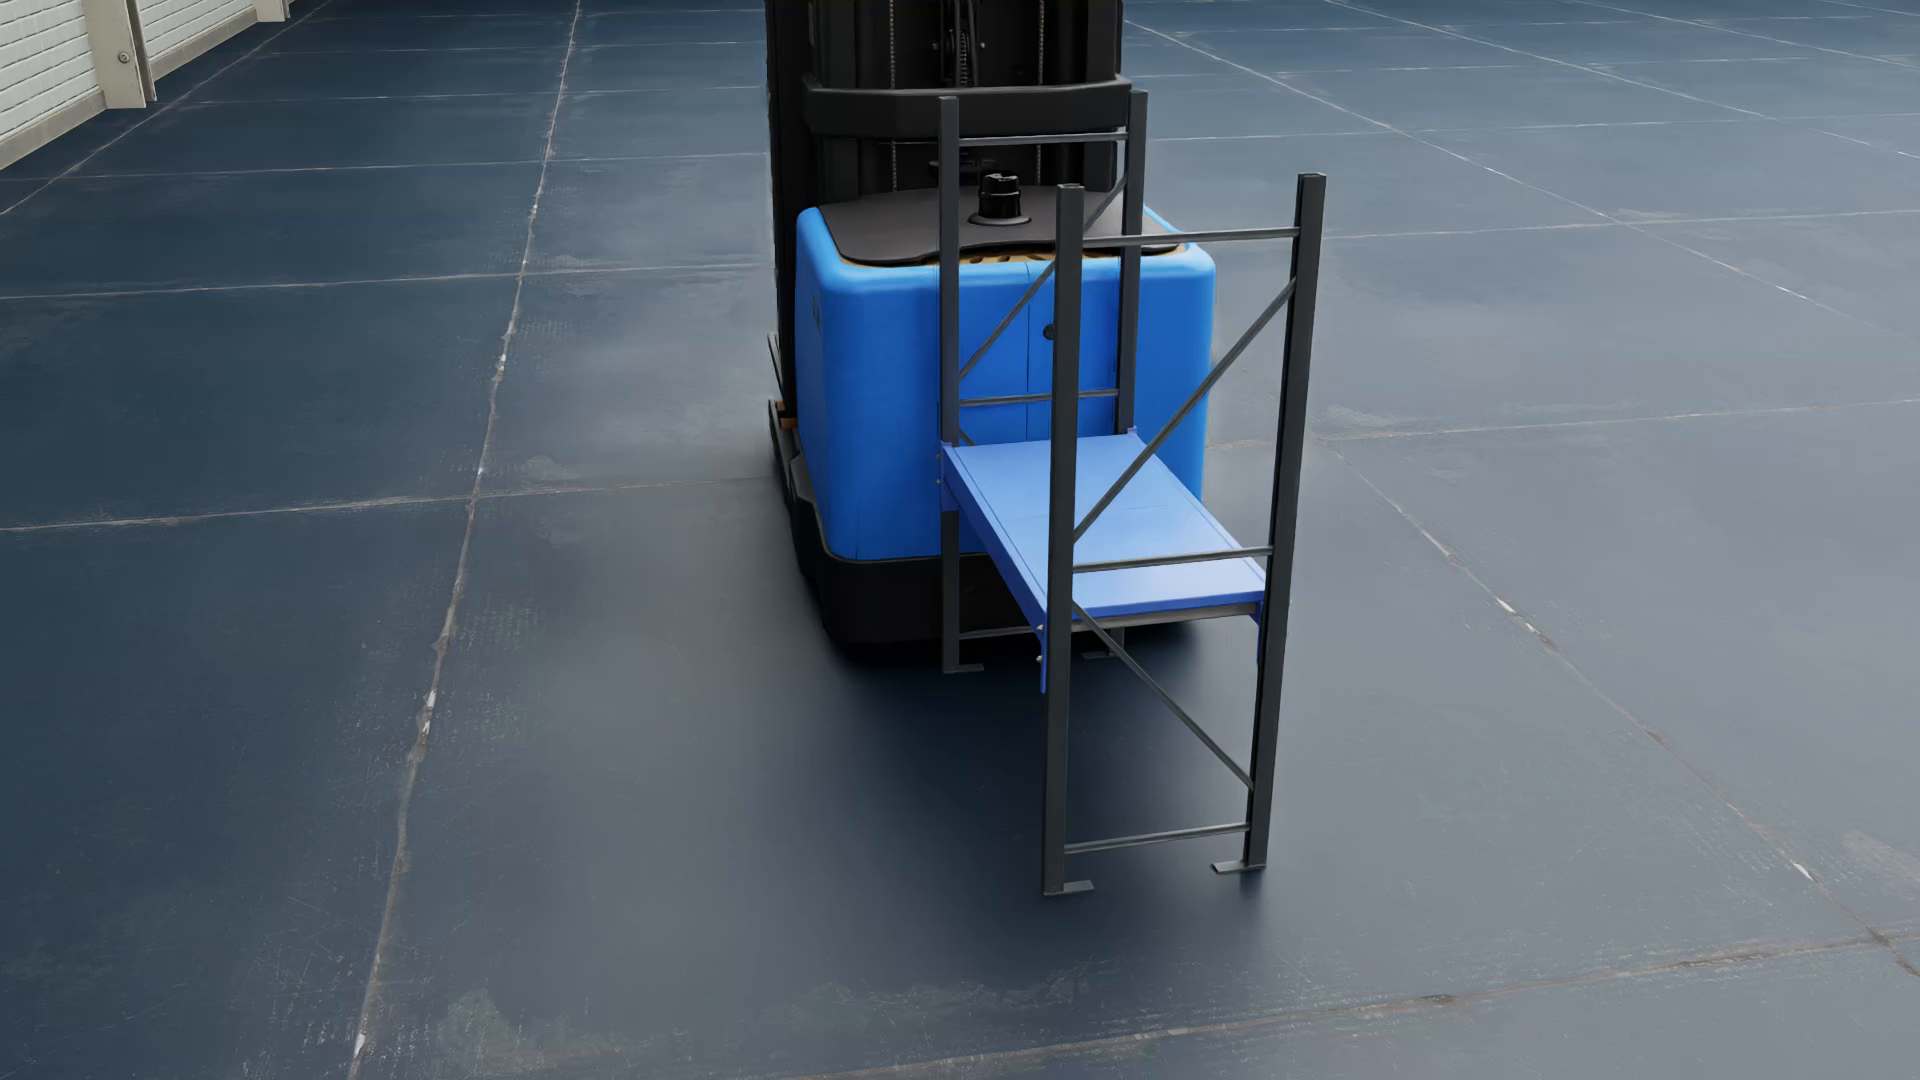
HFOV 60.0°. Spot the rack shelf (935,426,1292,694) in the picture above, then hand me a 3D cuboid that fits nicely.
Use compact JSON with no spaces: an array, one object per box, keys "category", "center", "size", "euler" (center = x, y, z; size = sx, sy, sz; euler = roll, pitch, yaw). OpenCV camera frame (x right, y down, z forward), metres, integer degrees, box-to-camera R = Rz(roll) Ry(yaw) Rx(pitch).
[{"category":"rack shelf","center":[0.308,0.008,3.806],"size":[0.538,0.185,1.000],"euler":[-5,24,-11]}]

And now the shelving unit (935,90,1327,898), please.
[{"category":"shelving unit","center":[0.308,-0.156,3.734],"size":[0.538,1.500,1.048],"euler":[-5,24,-11]}]

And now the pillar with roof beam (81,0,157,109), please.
[{"category":"pillar with roof beam","center":[-2.318,-7.880,12.049],"size":[9.100,9.000,0.400],"euler":[-4,24,-10]}]

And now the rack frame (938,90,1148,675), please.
[{"category":"rack frame","center":[0.197,-0.355,4.189],"size":[0.500,1.500,0.032],"euler":[-5,24,-11]}]

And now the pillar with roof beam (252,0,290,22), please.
[{"category":"pillar with roof beam","center":[-3.428,-10.240,17.453],"size":[9.100,9.000,0.400],"euler":[-4,24,-10]}]

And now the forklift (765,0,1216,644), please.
[{"category":"forklift","center":[-0.088,-1.625,5.309],"size":[1.130,2.935,3.031],"euler":[-4,24,-9]}]

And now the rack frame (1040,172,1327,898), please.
[{"category":"rack frame","center":[0.418,0.042,3.280],"size":[0.500,1.500,0.032],"euler":[-5,24,-11]}]
